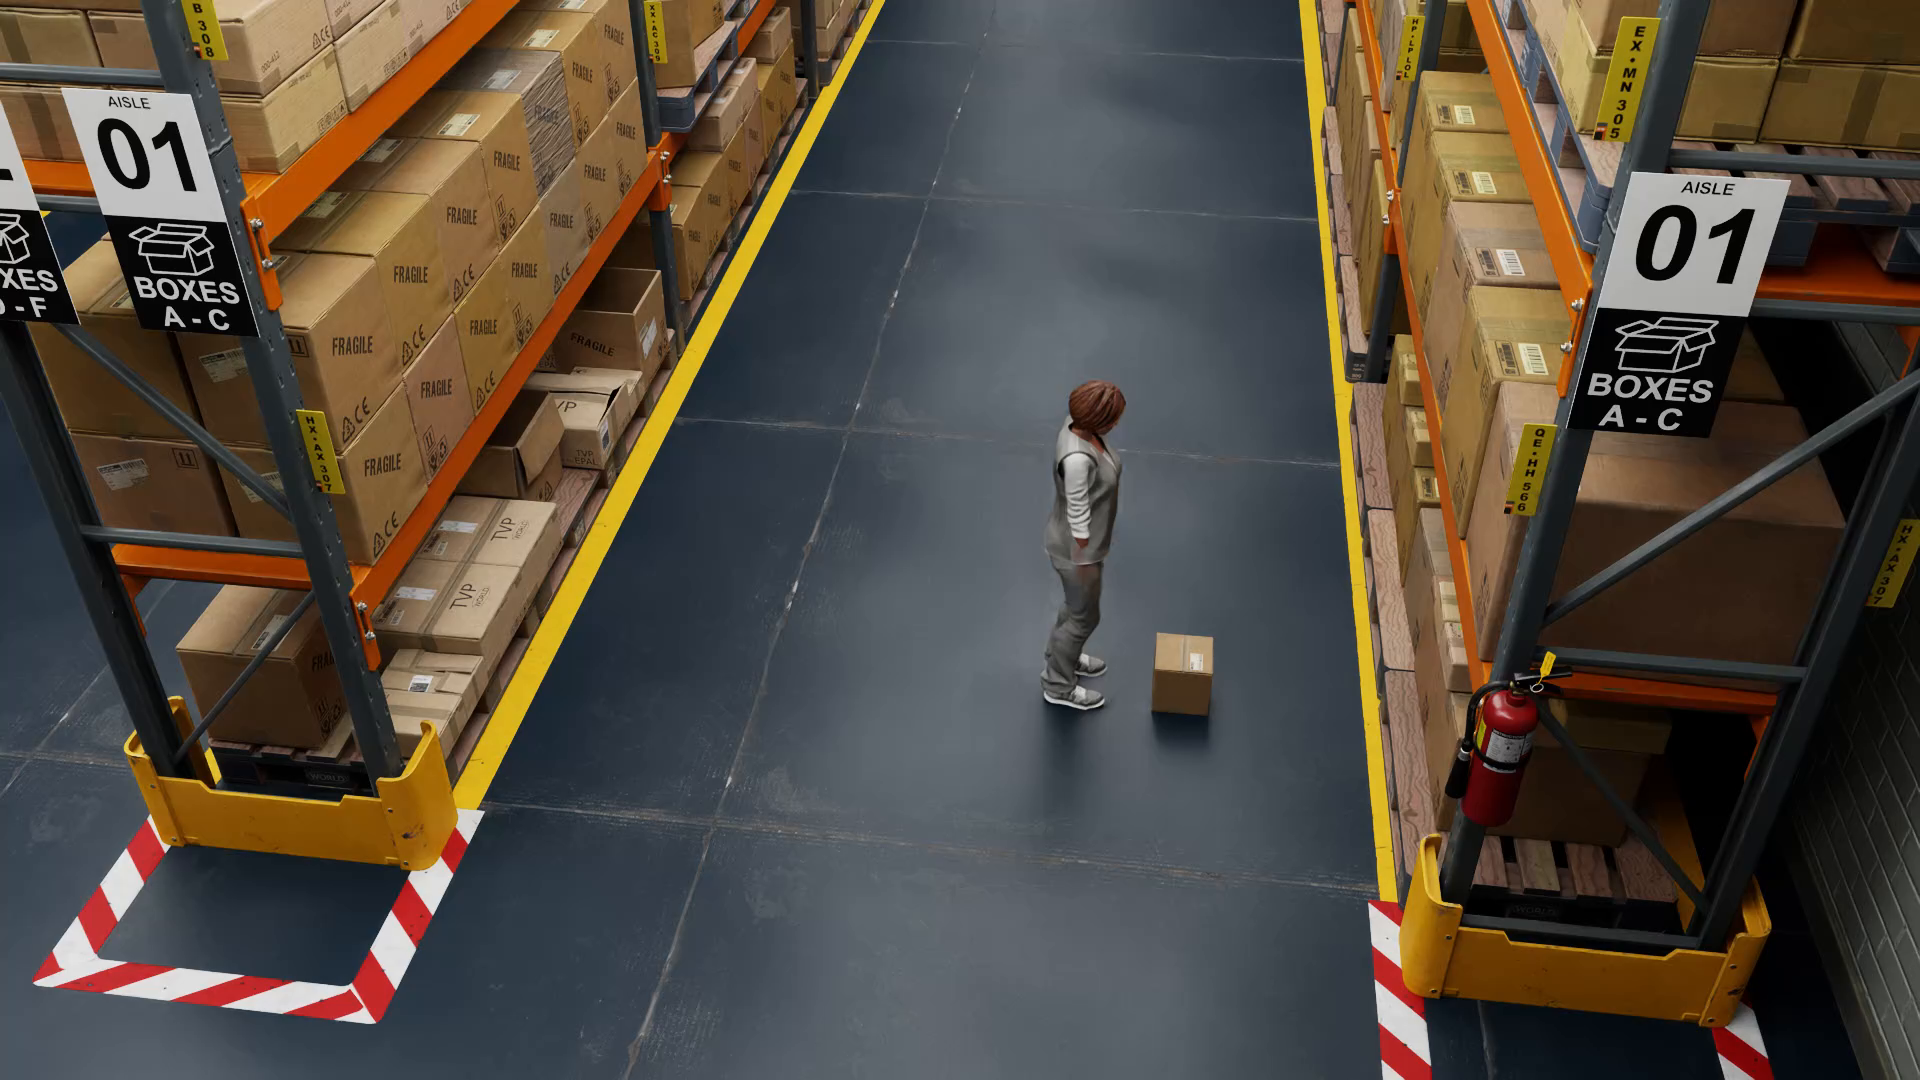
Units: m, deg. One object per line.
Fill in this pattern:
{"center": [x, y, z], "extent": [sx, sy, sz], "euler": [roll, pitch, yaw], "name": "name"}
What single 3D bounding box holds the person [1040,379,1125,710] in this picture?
{"center": [0.512, 0.007, 7.047], "extent": [0.302, 1.592, 0.409], "euler": [5, 37, 7], "name": "person"}
